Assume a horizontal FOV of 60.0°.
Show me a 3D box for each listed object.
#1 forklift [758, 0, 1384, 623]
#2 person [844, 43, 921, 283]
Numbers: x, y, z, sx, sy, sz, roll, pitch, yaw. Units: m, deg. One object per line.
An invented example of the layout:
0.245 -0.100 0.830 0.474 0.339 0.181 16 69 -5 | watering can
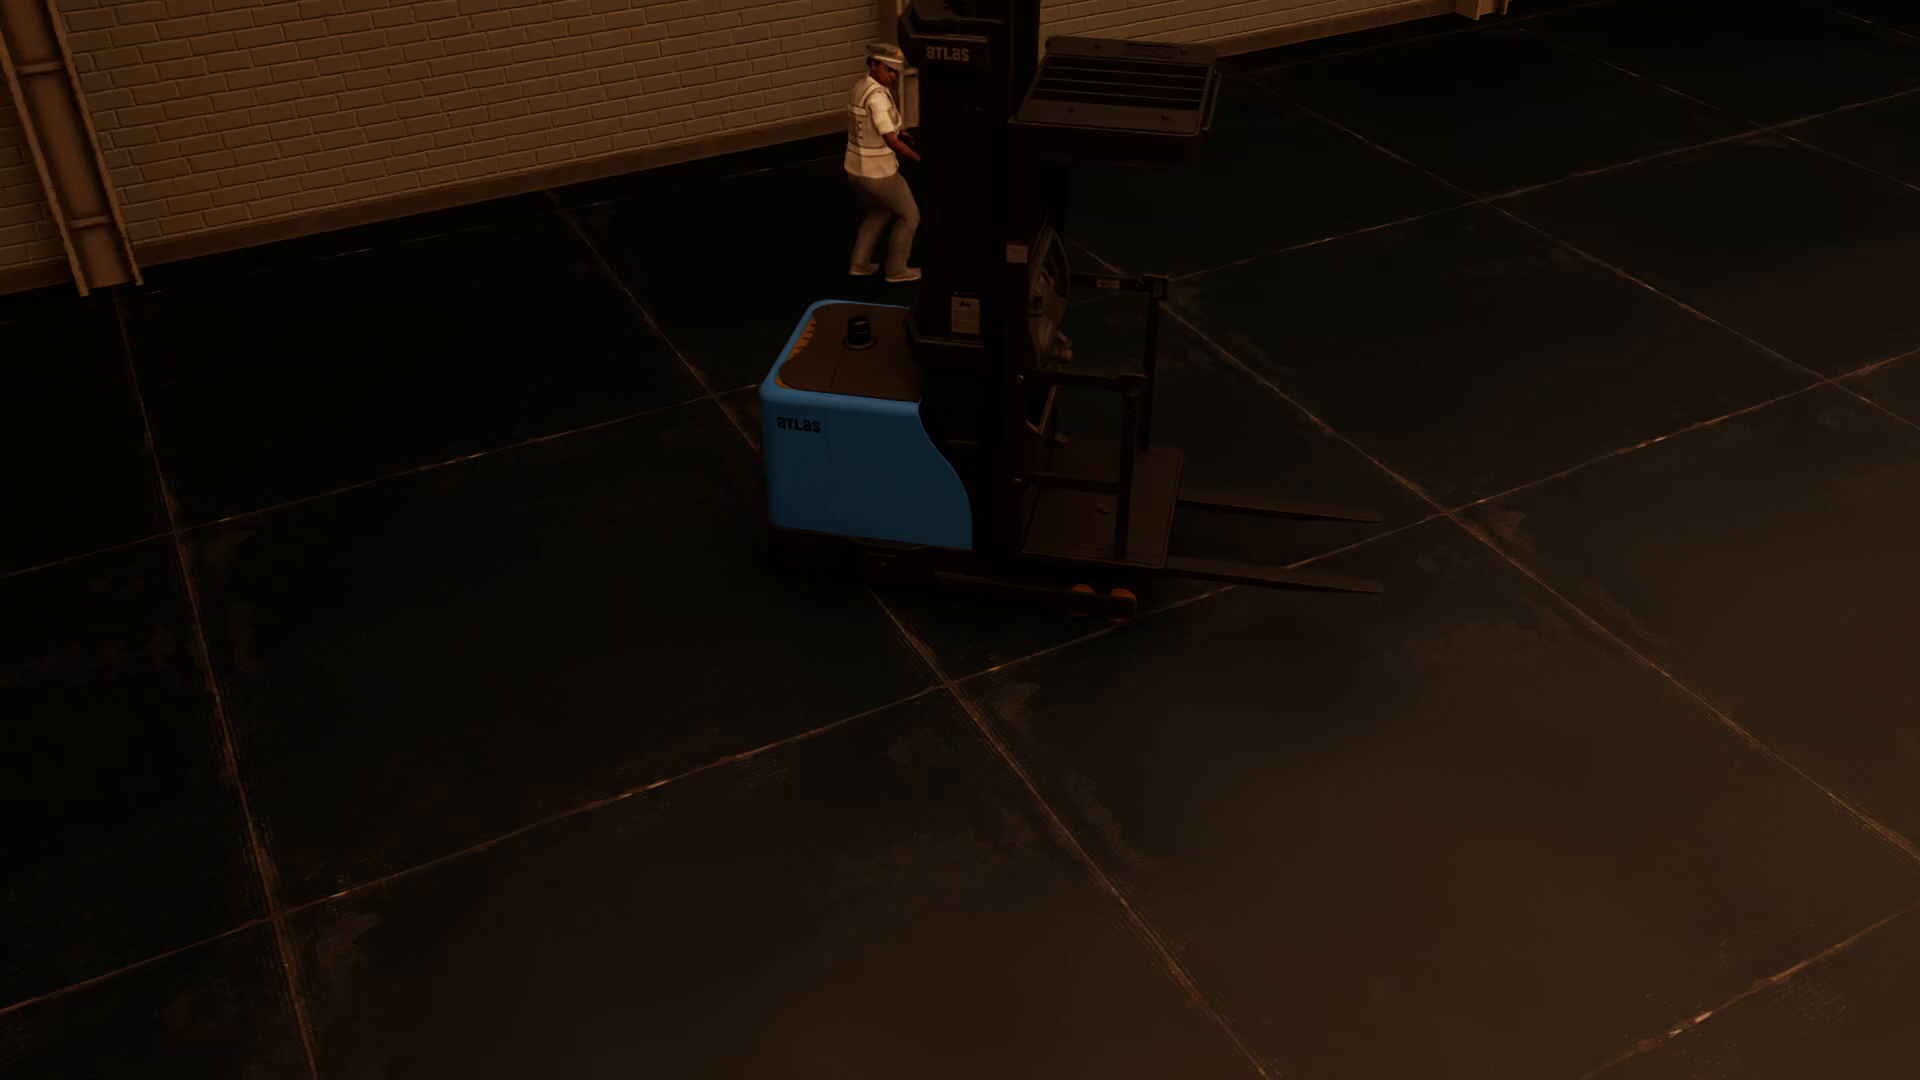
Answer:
0.601 -1.131 7.723 3.031 2.935 1.130 7 36 9 | forklift
-0.447 -2.403 10.706 0.642 1.626 0.695 -20 40 -26 | person
